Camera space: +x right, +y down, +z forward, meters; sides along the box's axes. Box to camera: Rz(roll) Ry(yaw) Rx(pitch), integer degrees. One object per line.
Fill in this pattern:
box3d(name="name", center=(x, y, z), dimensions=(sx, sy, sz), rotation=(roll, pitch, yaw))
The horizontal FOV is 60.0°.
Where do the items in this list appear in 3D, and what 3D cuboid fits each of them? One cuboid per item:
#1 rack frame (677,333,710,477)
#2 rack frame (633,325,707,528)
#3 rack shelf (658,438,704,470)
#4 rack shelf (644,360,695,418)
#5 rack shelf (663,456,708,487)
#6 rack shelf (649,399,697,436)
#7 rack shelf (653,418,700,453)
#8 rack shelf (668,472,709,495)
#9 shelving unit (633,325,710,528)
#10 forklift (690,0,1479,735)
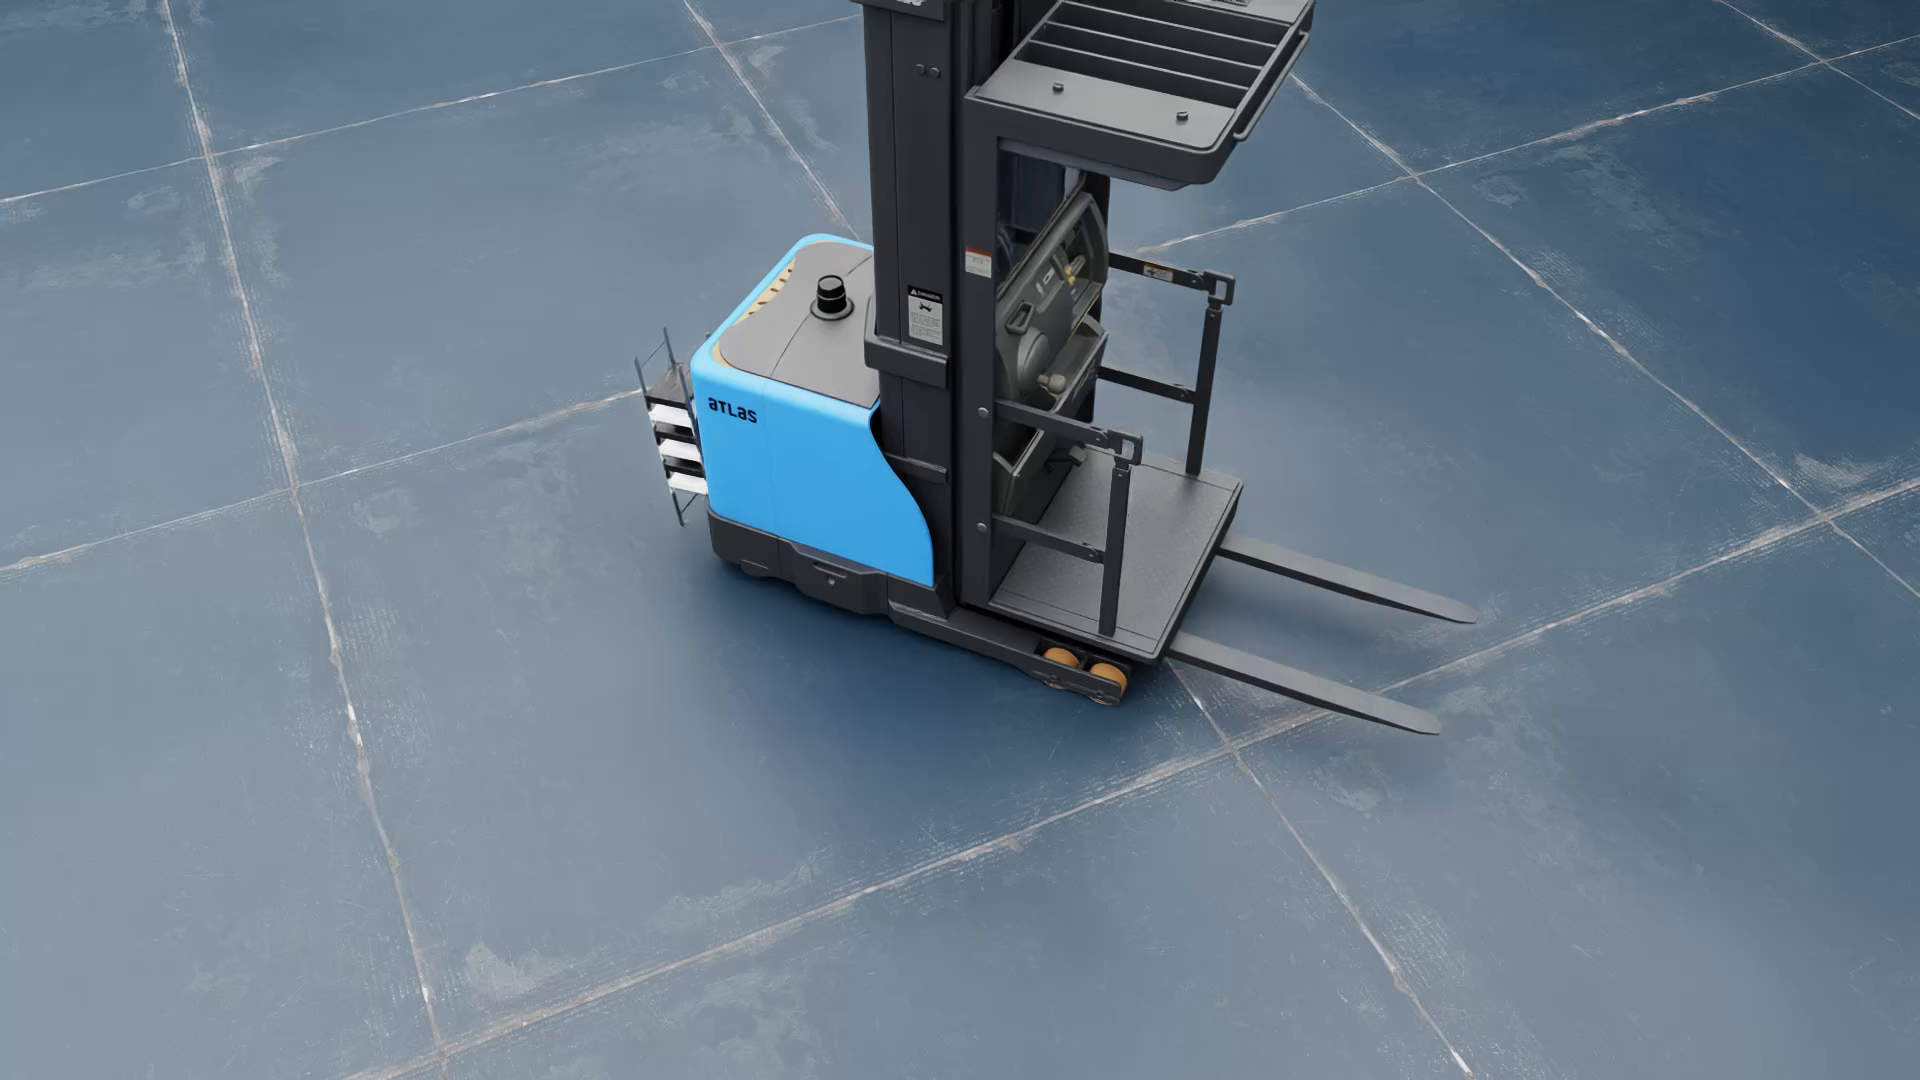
box3d(name="rack frame", center=(-1.013, -0.420, 6.876), dimensions=(0.006, 0.900, 0.240), rotation=(13, 46, 21))
box3d(name="rack frame", center=(-1.198, -0.462, 6.949), dimensions=(0.006, 0.900, 0.240), rotation=(13, 46, 21))
box3d(name="rack shelf", center=(-1.102, -0.416, 6.935), dimensions=(0.200, 0.077, 0.258), rotation=(13, 46, 21))
box3d(name="rack shelf", center=(-1.128, -0.615, 6.754), dimensions=(0.200, 0.077, 0.258), rotation=(13, 46, 21))
box3d(name="rack shelf", center=(-1.094, -0.350, 6.995), dimensions=(0.200, 0.077, 0.258), rotation=(13, 46, 21))
box3d(name="rack shelf", center=(-1.120, -0.549, 6.814), dimensions=(0.200, 0.077, 0.258), rotation=(13, 46, 21))
box3d(name="rack shelf", center=(-1.111, -0.483, 6.875), dimensions=(0.200, 0.077, 0.258), rotation=(13, 46, 21))
box3d(name="rack shelf", center=(-1.085, -0.284, 7.055), dimensions=(0.200, 0.077, 0.258), rotation=(13, 46, 21))
box3d(name="shelving unit", center=(-1.106, -0.441, 6.912), dimensions=(0.210, 0.900, 0.258), rotation=(13, 46, 21))
box3d(name="forklift", center=(0.518, -0.830, 5.874), dimensions=(3.031, 2.935, 1.130), rotation=(18, 47, 17))
